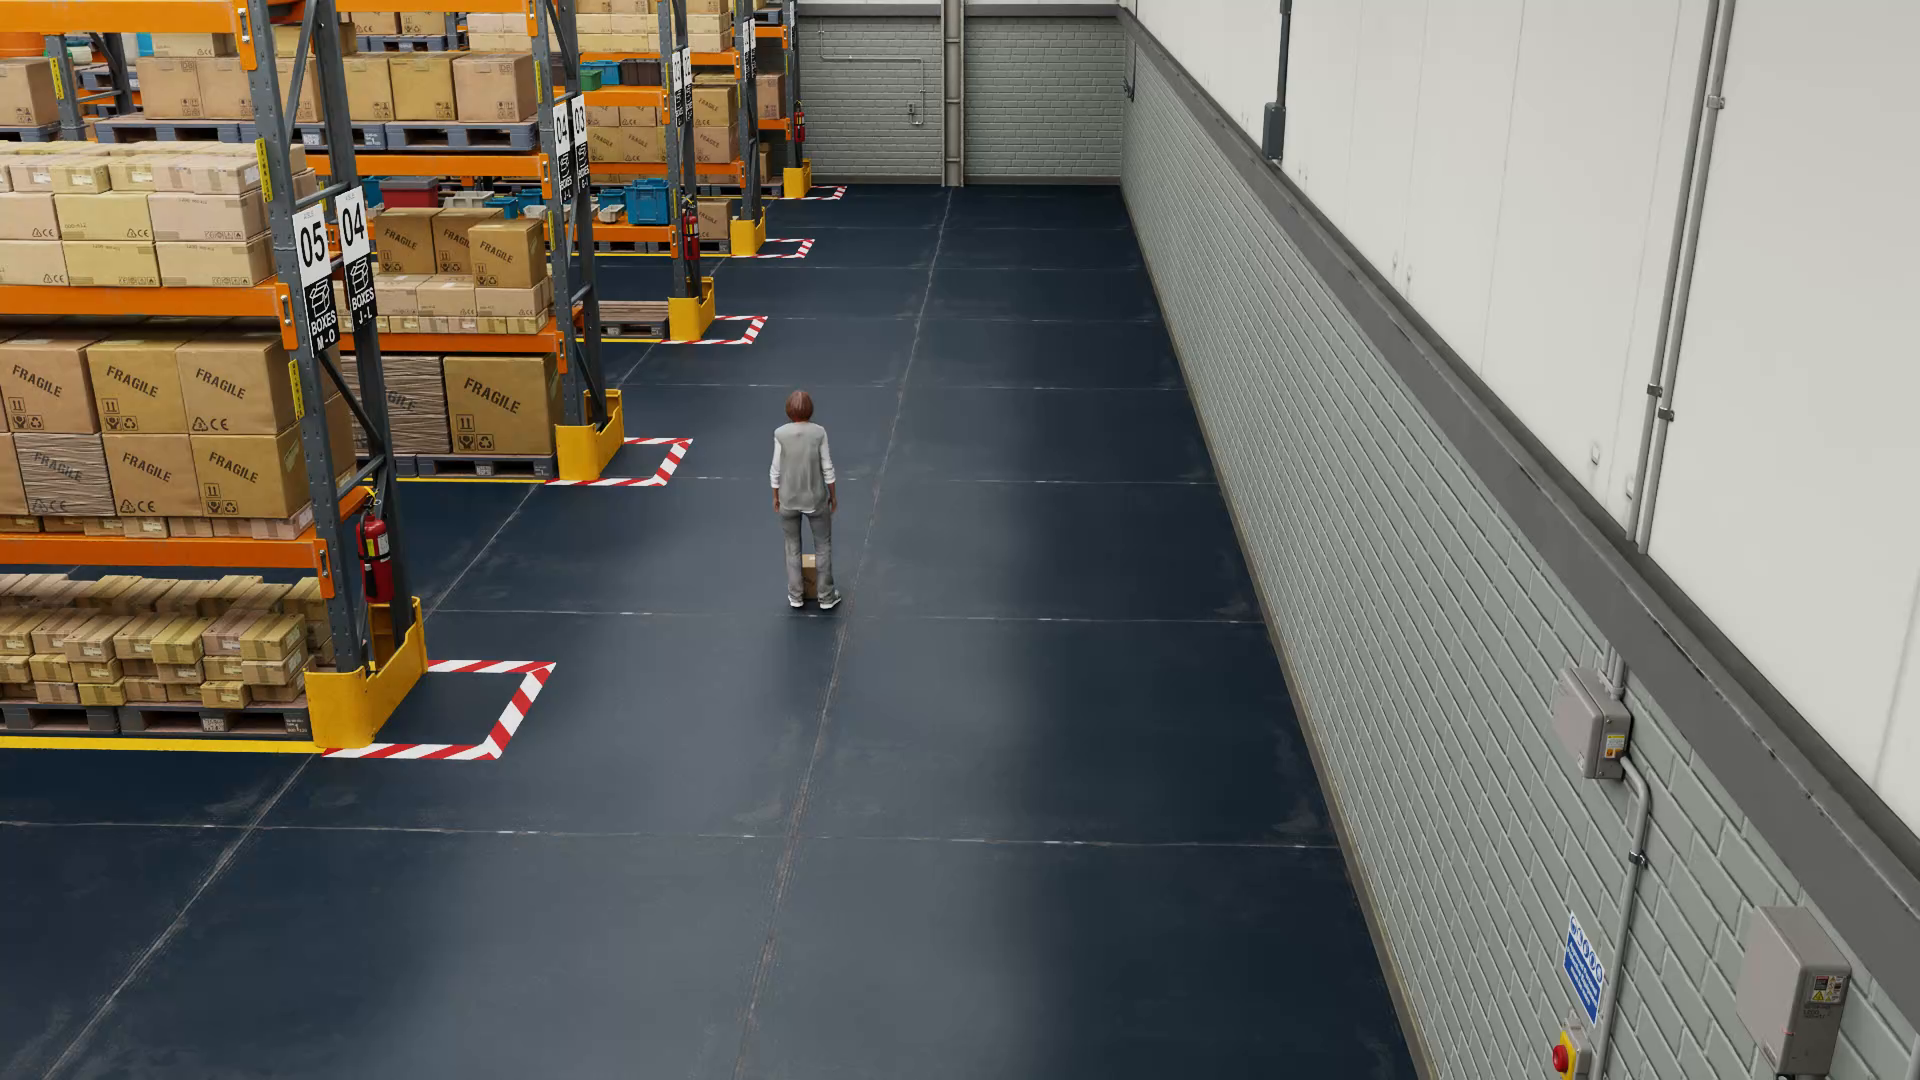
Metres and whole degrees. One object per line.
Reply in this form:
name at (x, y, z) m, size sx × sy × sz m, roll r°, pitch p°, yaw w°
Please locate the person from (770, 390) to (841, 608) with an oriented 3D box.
person at (-1.105, -0.275, 11.809) m, size 0.461 × 1.593 × 0.364 m, roll 1°, pitch 21°, yaw 2°
